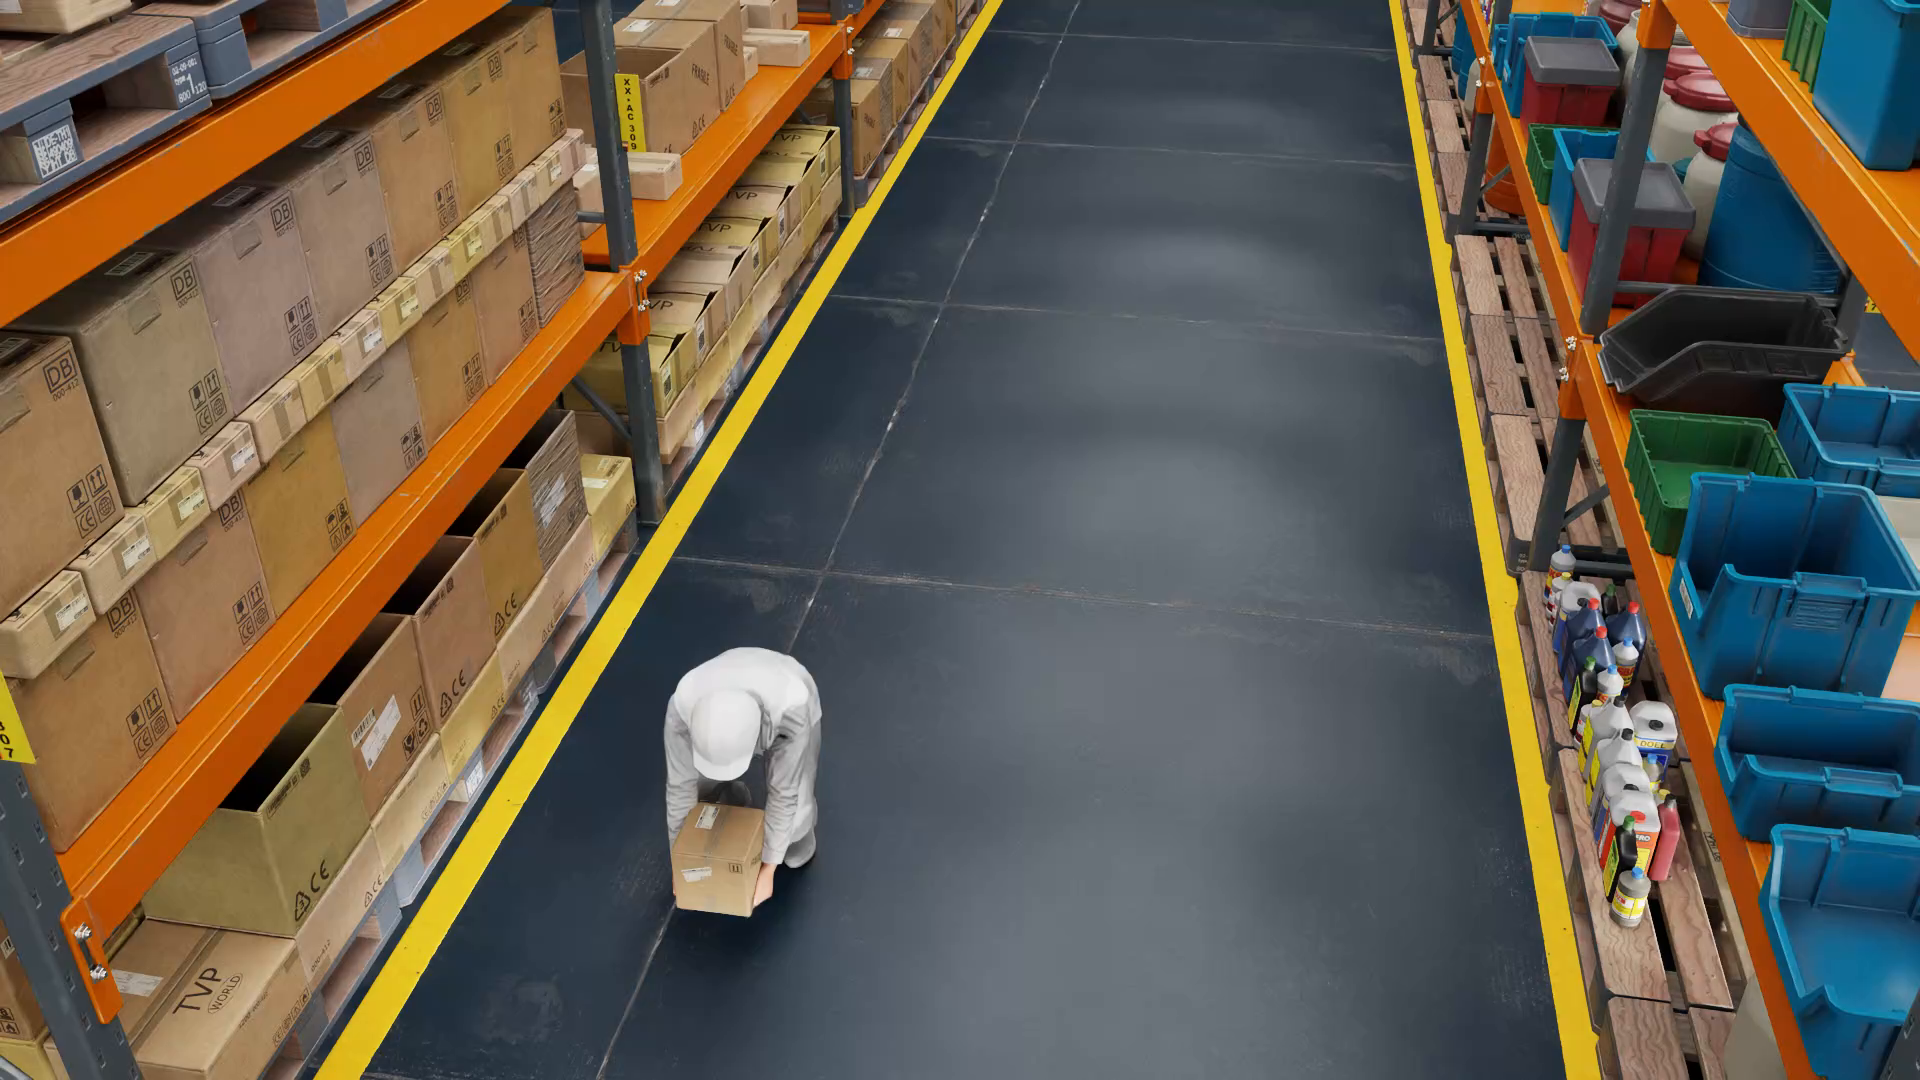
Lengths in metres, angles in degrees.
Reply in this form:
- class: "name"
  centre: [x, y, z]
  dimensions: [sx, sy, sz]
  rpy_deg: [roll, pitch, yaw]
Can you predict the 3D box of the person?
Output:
- class: "person"
  centre: [-0.730, 0.731, 5.679]
  dimensions: [0.491, 1.011, 0.880]
  rpy_deg: [5, 32, 7]
